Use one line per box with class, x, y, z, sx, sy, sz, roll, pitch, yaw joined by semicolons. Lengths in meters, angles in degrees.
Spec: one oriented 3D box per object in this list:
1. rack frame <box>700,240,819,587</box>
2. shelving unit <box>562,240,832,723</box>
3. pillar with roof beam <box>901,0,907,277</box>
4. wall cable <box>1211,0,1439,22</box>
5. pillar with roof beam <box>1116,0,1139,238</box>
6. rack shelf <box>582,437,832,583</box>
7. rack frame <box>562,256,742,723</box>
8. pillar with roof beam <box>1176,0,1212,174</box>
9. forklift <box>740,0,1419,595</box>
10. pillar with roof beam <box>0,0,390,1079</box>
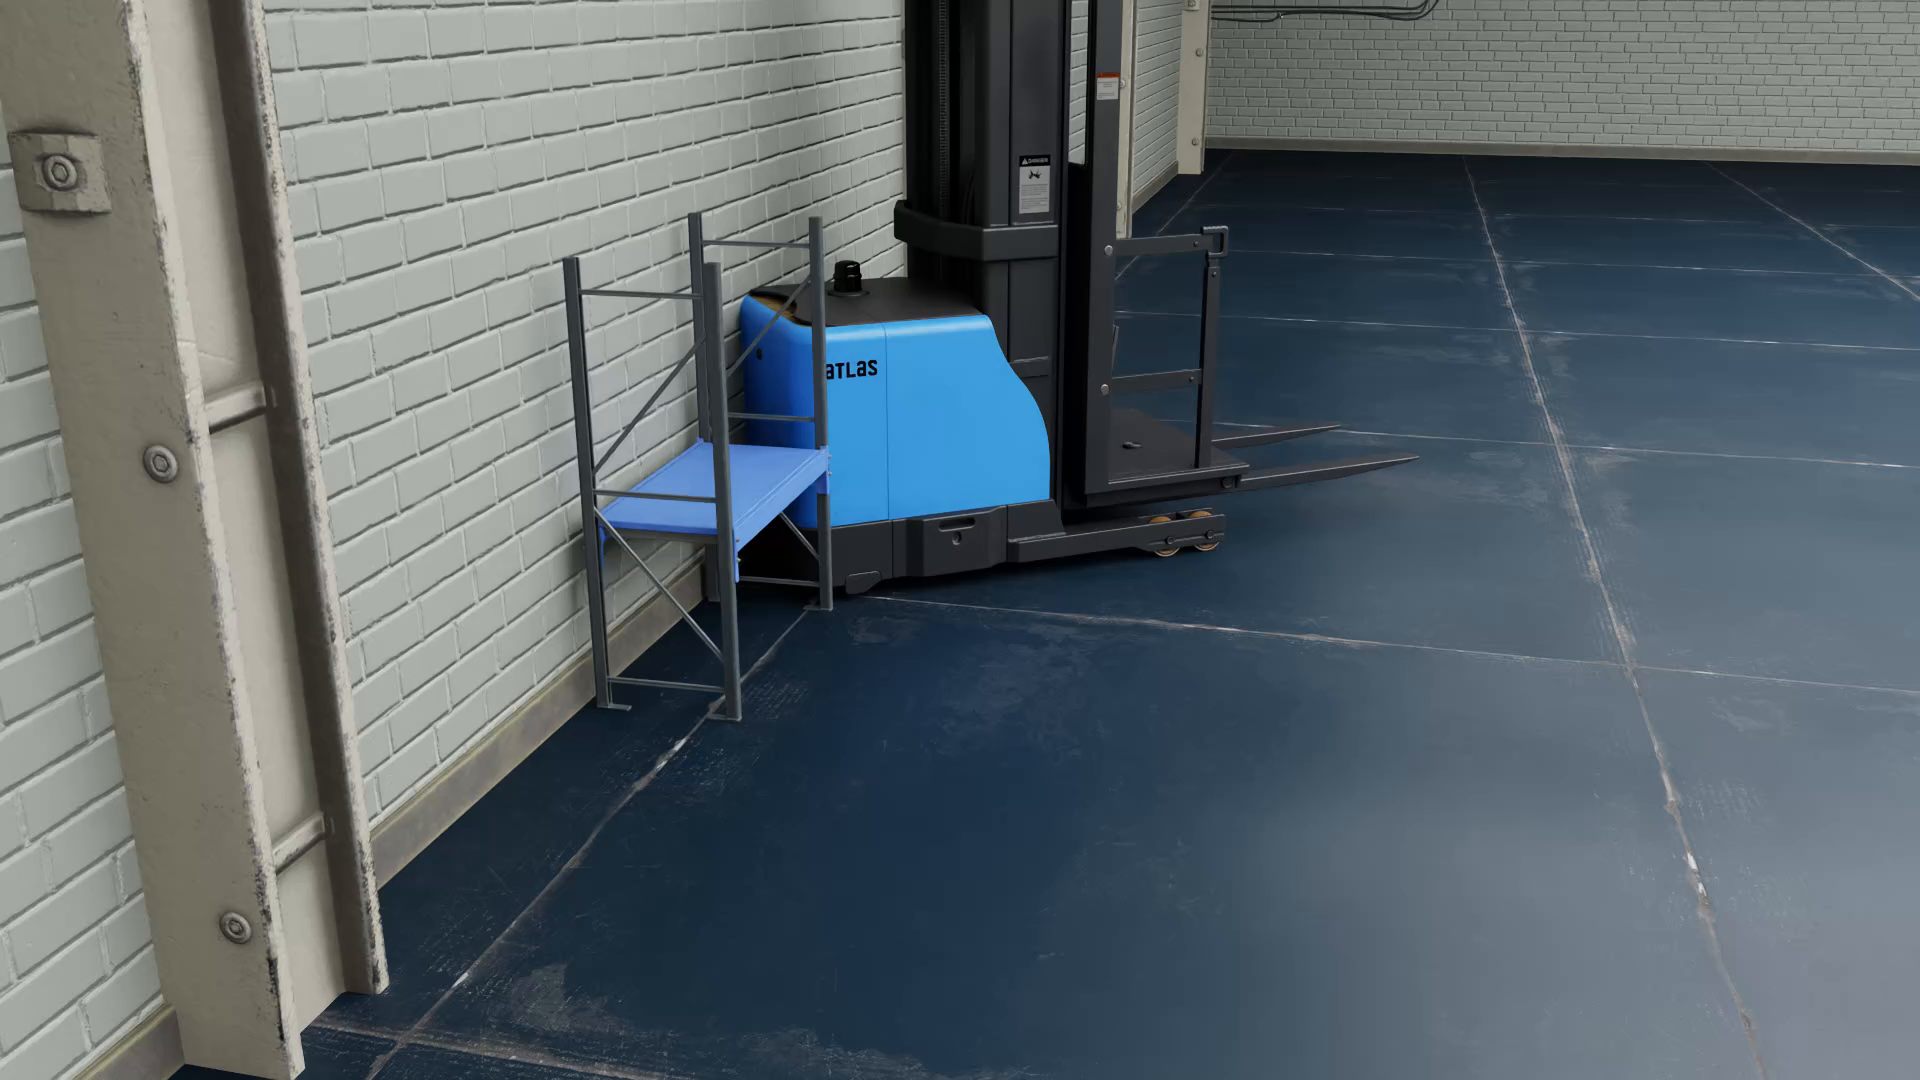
rack frame;-0.738;-0.455;6.201;0.475;1.308;0.013;4;19;12
shelving unit;-0.851;-0.294;5.727;0.538;1.500;1.039;4;19;12
pillar with roof beam;4.060;-4.675;6.952;9.100;9.000;0.400;5;19;13
wall cable;4.819;-8.125;21.859;3.097;2.526;0.112;5;19;13
pillar with roof beam;5.526;-6.555;12.458;9.100;9.000;0.400;5;19;13
rack shelf;-0.850;-0.125;5.790;0.538;0.185;1.000;4;19;12
rack frame;-0.964;-0.135;5.263;0.500;1.500;0.032;4;19;12
pillar with roof beam;6.992;-8.436;17.964;9.100;9.000;0.400;5;19;13
forklift;0.581;-1.466;6.944;3.031;2.935;1.130;-8;20;-21
pillar with roof beam;2.594;-2.794;1.446;9.100;9.000;0.400;5;19;13
